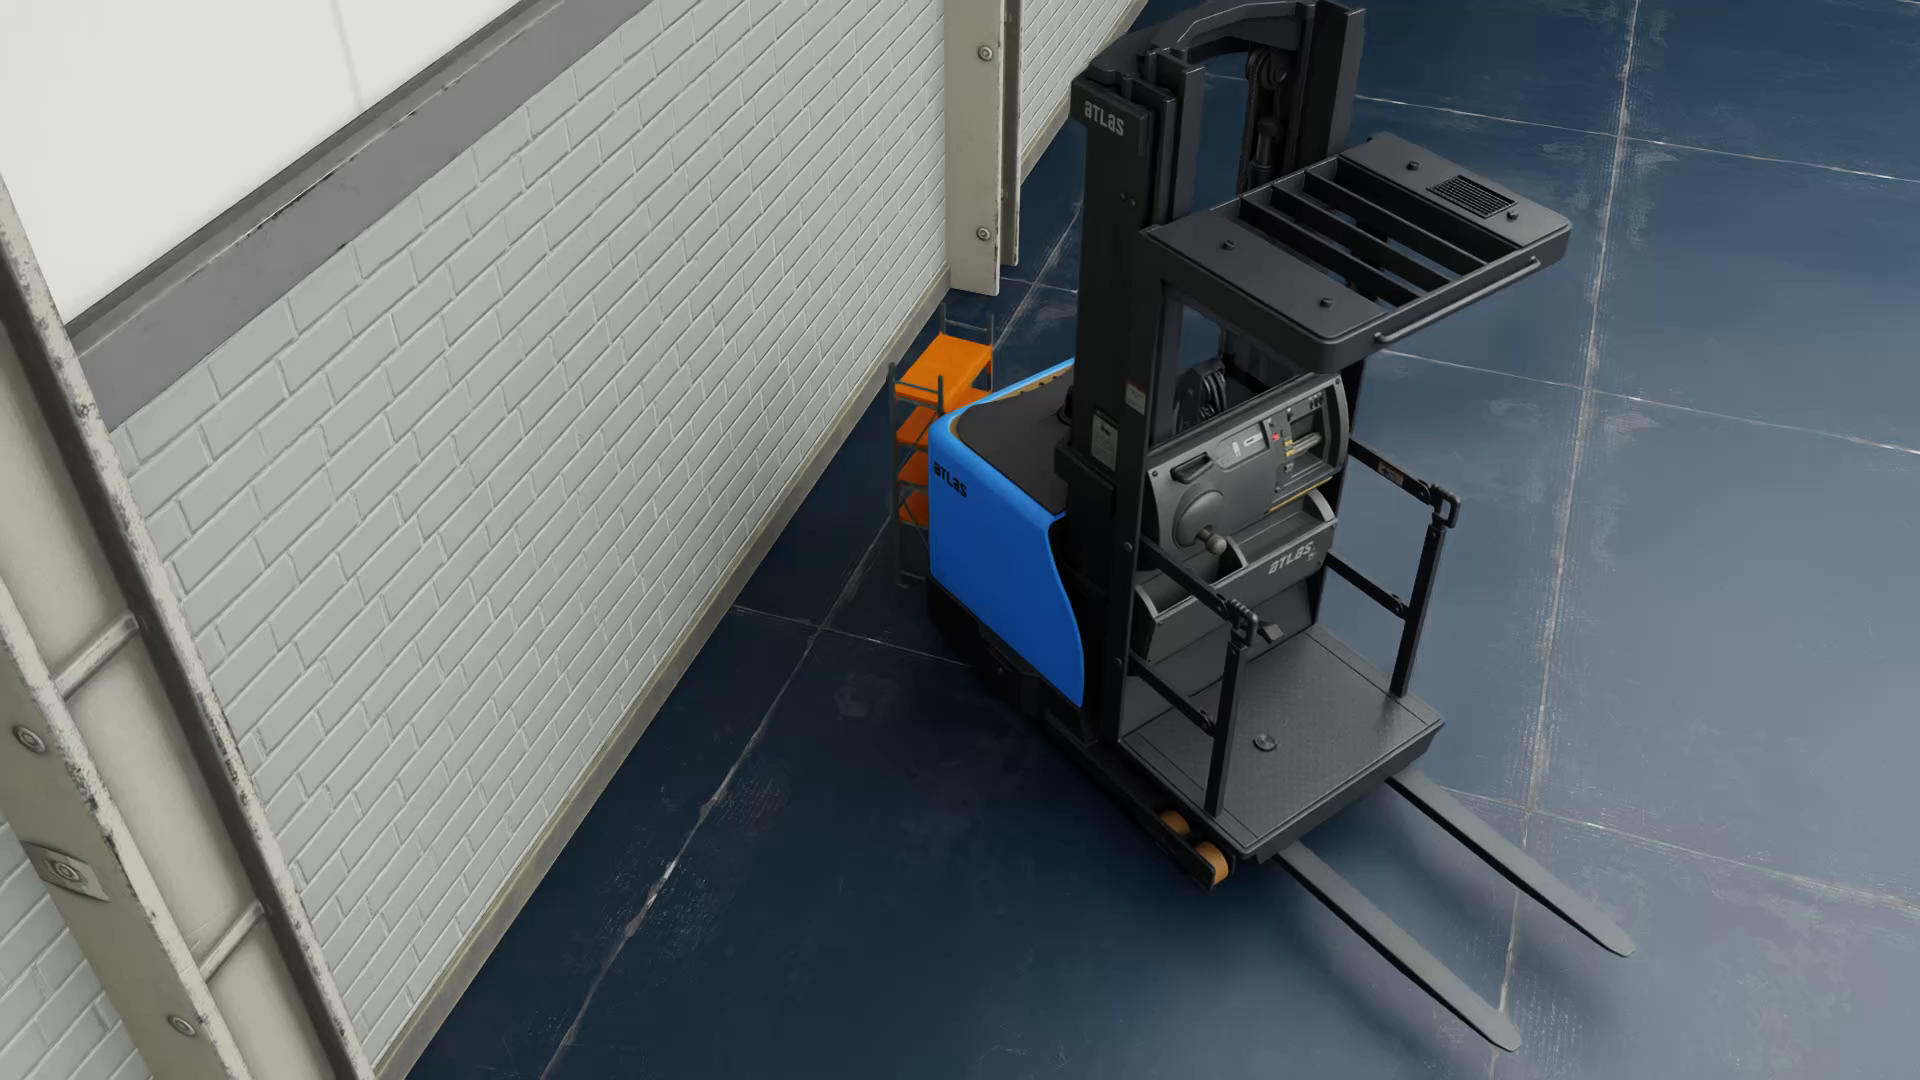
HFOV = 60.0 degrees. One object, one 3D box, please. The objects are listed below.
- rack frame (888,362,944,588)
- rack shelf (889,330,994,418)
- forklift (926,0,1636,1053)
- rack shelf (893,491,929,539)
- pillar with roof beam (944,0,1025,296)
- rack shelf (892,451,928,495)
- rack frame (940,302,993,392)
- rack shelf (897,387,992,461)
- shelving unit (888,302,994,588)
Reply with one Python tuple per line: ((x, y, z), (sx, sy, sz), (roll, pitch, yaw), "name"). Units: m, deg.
((-0.176, -0.225, 7.043), (0.240, 1.200, 0.015), (17, 43, 19), "rack frame")
((-0.074, -0.668, 6.957), (0.258, 0.148, 0.480), (17, 43, 19), "rack shelf")
((1.145, -0.192, 5.671), (1.130, 2.935, 3.031), (-26, 47, -27), "forklift")
((-0.074, -0.167, 7.384), (0.258, 0.148, 0.480), (17, 43, 19), "rack shelf")
((4.170, -3.986, 5.443), (9.100, 9.000, 0.400), (13, 42, 15), "pillar with roof beam")
((-0.074, -0.318, 7.255), (0.258, 0.148, 0.480), (17, 43, 19), "rack shelf")
((0.028, -0.513, 7.380), (0.240, 1.200, 0.015), (17, 43, 19), "rack frame")
((-0.074, -0.488, 7.110), (0.258, 0.148, 0.480), (17, 43, 19), "rack shelf")
((-0.074, -0.369, 7.212), (0.258, 1.200, 0.503), (17, 43, 19), "shelving unit")
